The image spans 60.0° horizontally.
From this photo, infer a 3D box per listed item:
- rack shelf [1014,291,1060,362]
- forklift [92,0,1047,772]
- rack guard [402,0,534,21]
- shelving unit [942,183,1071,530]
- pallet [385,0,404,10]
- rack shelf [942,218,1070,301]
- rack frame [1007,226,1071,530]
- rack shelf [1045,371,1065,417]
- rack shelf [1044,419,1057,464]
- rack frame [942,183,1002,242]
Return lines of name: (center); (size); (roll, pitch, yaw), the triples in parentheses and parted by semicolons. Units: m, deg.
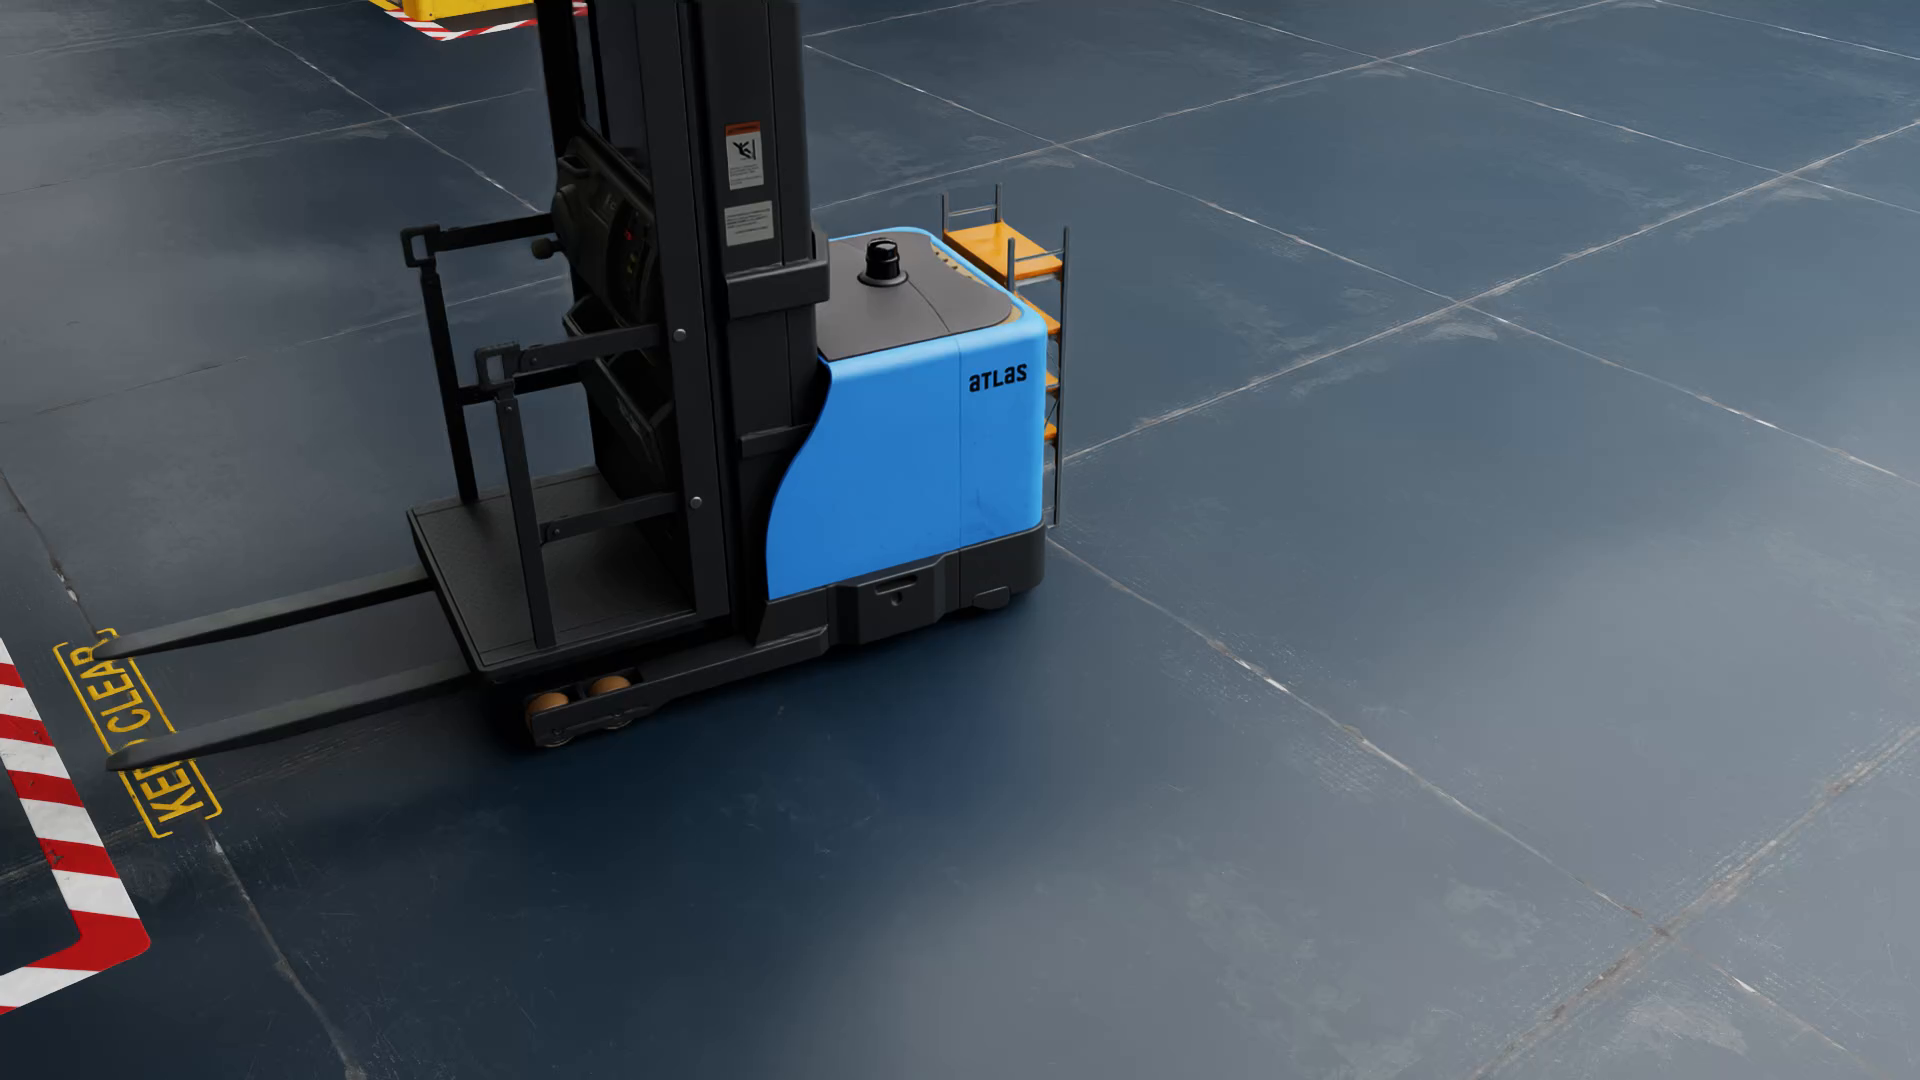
rack shelf: (0.158, -0.783, 6.077); (0.258, 0.148, 0.480); (-15, 35, -23)
forklift: (-1.251, -0.917, 4.948); (3.031, 2.935, 1.130); (-15, 35, -23)
rack guard: (-3.719, -4.376, 12.821); (1.175, 0.500, 0.348); (-22, 38, -31)
shelving unit: (0.158, -0.650, 6.159); (0.258, 1.200, 0.503); (-15, 35, -23)
pallet: (-4.235, -4.568, 13.405); (1.003, 0.211, 1.213); (-22, 38, -31)
rack shelf: (0.158, -0.984, 5.952); (0.258, 0.148, 0.480); (-15, 35, -23)
rack frame: (0.271, -0.536, 5.976); (0.240, 1.200, 0.015); (-15, 35, -23)
rack shelf: (0.158, -0.593, 6.195); (0.258, 0.148, 0.480); (-15, 35, -23)
rack shelf: (0.158, -0.424, 6.300); (0.258, 0.148, 0.480); (-15, 35, -23)
rack frame: (0.044, -0.764, 6.343); (0.240, 1.200, 0.015); (-15, 35, -23)
